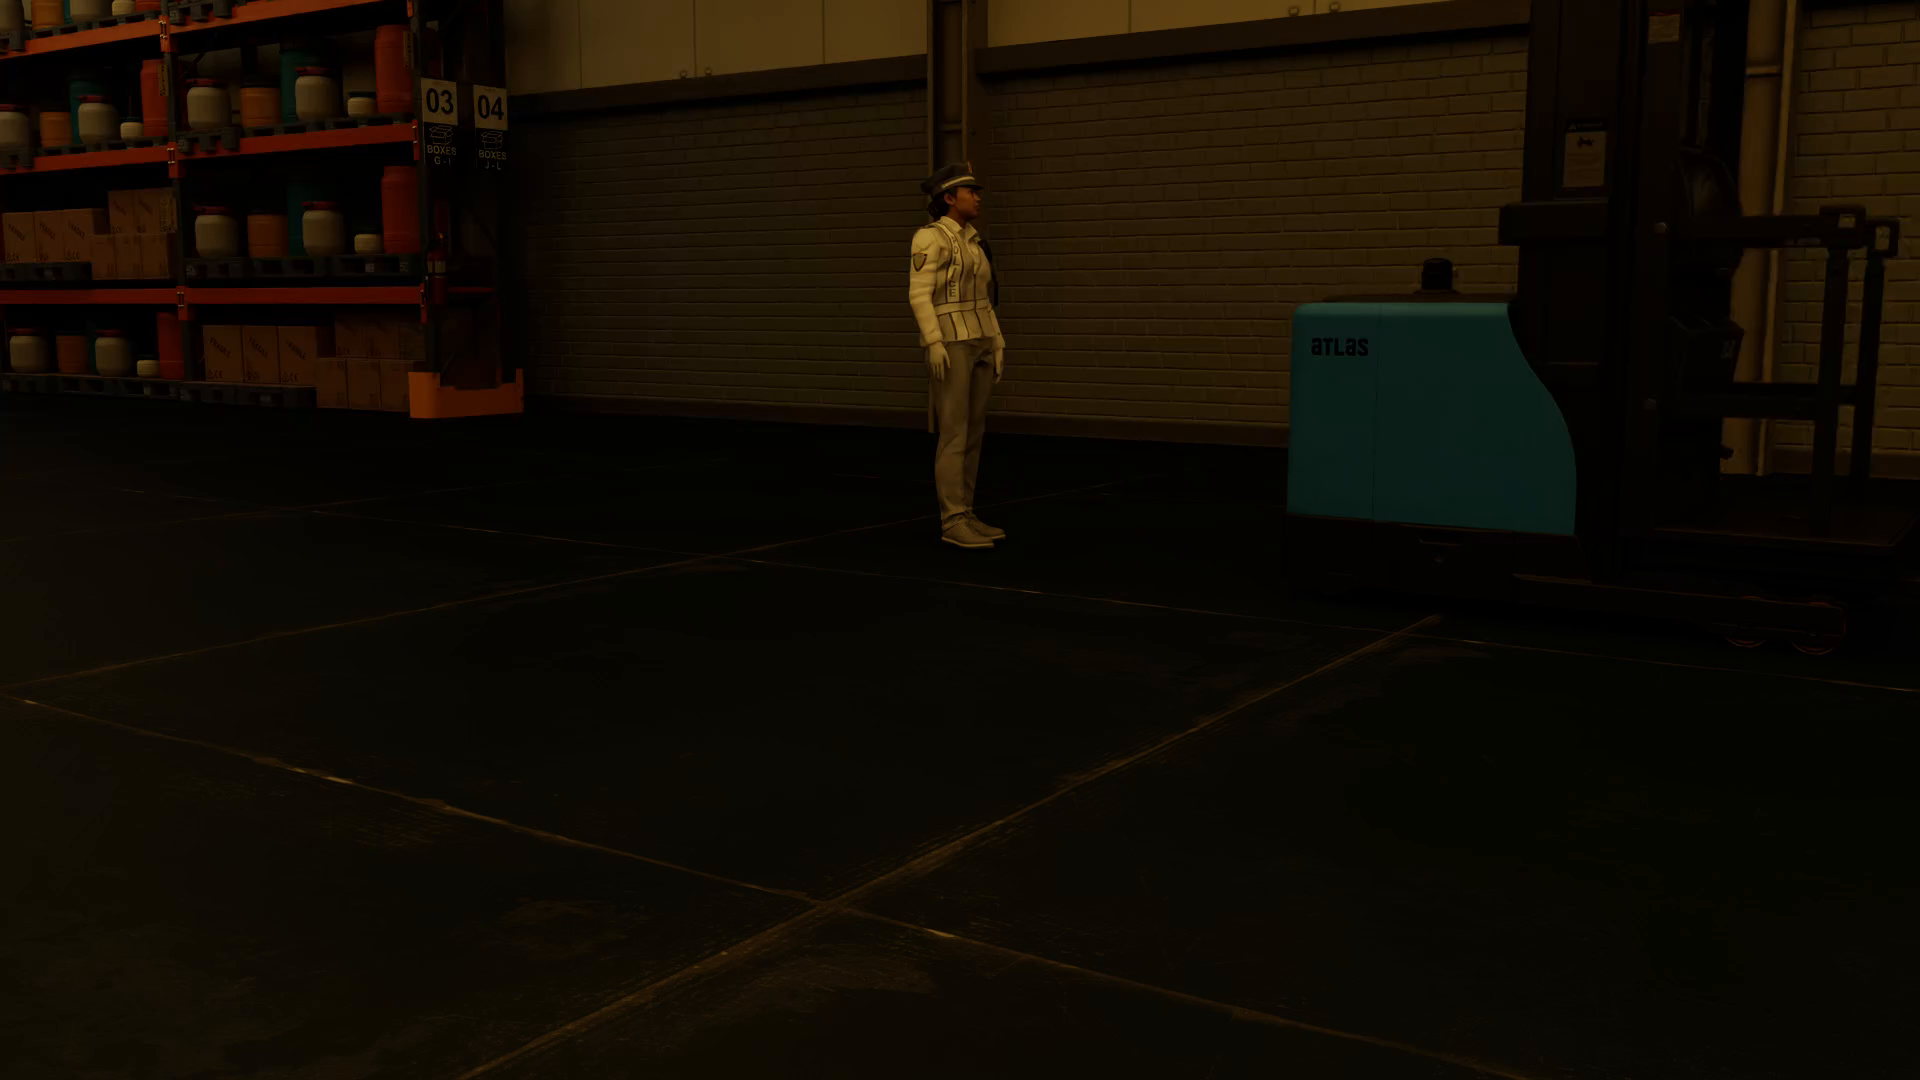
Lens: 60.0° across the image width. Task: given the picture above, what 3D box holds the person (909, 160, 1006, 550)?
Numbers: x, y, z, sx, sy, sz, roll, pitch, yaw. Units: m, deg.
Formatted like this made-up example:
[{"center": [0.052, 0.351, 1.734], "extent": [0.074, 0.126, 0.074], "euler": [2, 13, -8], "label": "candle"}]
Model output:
[{"center": [0.052, -0.840, 7.441], "extent": [0.534, 1.696, 0.587], "euler": [5, 10, 34], "label": "person"}]

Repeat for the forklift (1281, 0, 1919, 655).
[{"center": [2.691, -1.181, 5.498], "extent": [3.031, 2.935, 1.130], "euler": [5, 10, 34], "label": "forklift"}]
